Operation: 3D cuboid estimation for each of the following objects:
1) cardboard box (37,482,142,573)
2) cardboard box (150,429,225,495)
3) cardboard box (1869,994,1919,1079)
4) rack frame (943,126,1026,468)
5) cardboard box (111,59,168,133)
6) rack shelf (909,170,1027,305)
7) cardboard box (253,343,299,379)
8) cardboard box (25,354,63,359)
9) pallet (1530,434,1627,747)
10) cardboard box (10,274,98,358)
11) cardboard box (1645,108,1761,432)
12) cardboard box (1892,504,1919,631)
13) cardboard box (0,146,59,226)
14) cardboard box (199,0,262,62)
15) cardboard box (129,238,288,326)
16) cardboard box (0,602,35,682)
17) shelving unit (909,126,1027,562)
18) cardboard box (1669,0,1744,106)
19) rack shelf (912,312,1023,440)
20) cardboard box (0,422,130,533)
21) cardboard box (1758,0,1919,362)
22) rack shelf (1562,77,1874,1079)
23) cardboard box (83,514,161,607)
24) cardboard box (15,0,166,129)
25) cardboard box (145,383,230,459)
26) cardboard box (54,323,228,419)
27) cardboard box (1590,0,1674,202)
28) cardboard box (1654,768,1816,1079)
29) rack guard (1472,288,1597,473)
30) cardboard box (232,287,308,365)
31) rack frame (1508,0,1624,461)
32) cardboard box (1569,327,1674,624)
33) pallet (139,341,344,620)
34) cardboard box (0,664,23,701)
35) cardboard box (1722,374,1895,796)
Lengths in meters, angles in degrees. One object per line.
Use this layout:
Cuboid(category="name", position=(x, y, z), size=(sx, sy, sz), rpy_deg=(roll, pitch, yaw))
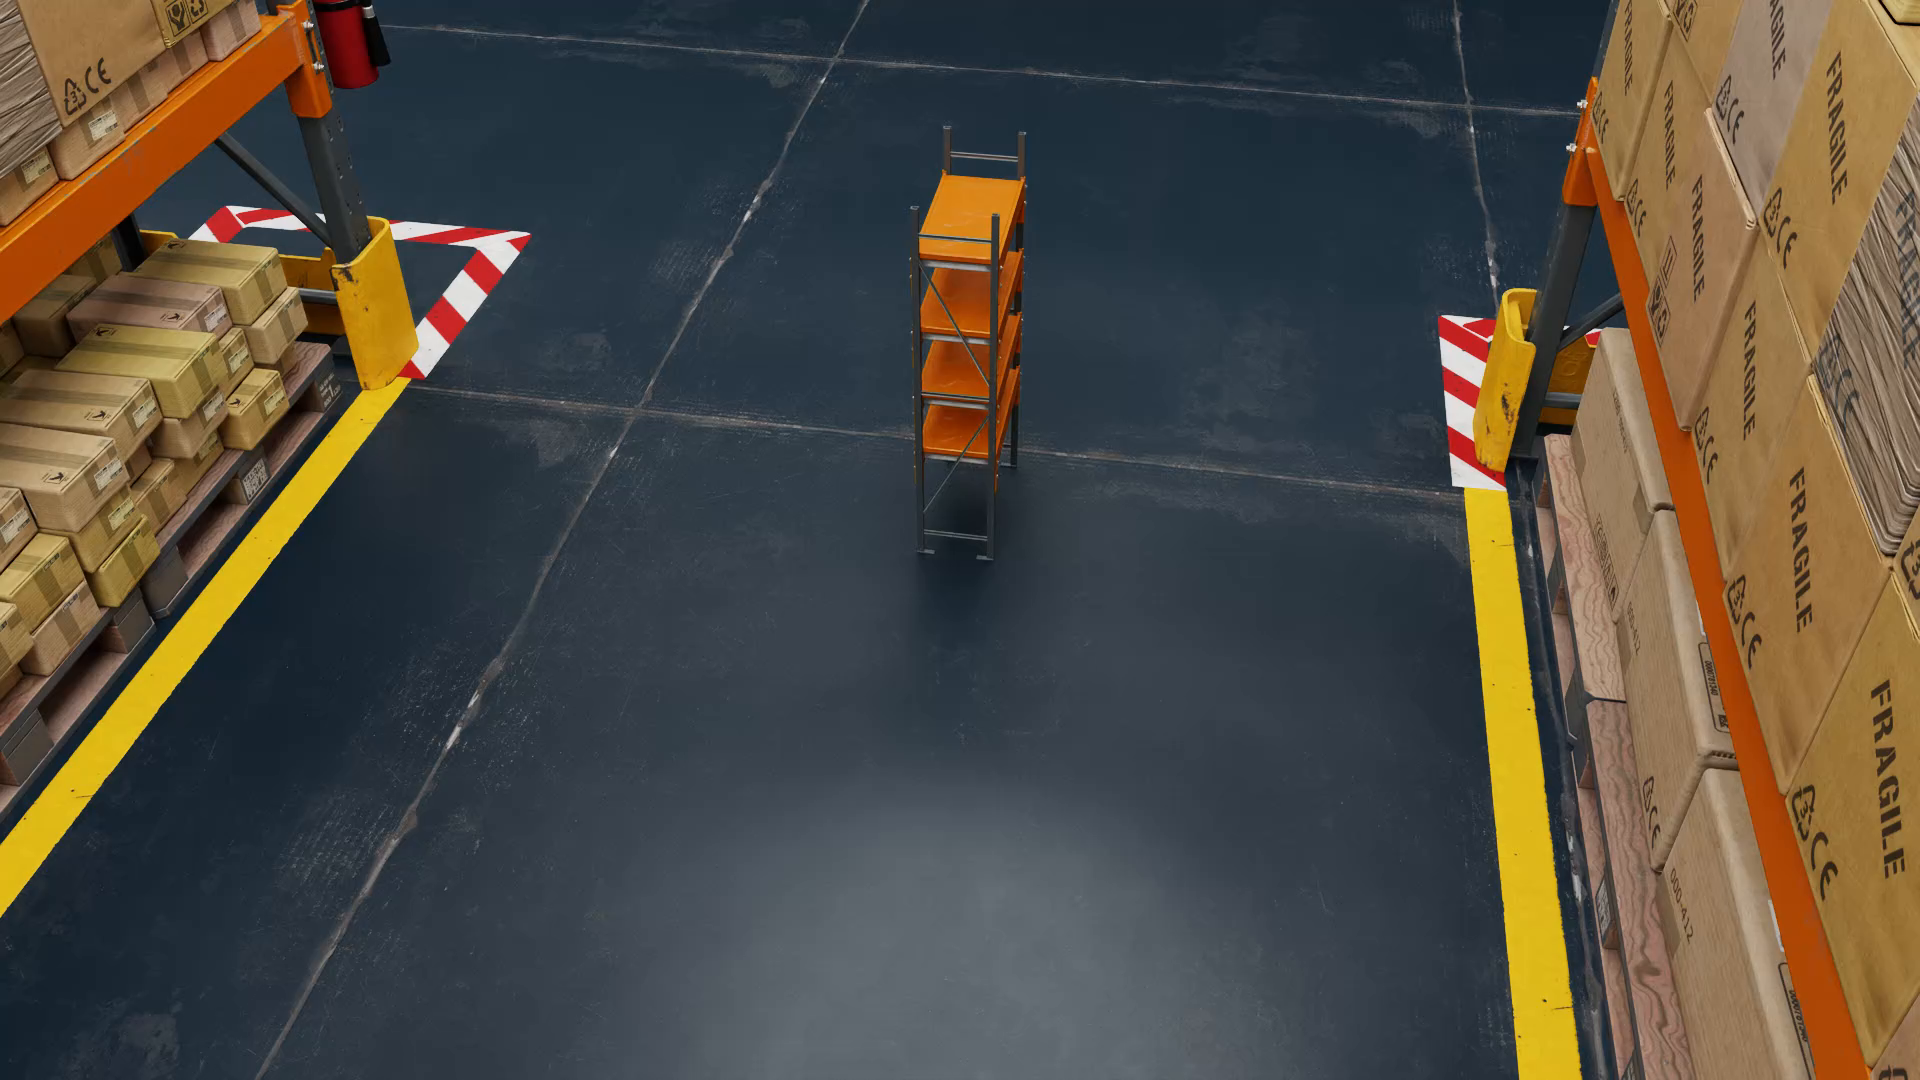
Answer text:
Cuboid(category="cardboard box", position=(-2.544, -0.062, 4.645), size=(0.380, 0.149, 0.250), rpy_deg=(7, 40, 8))
Cuboid(category="cardboard box", position=(-2.530, -0.281, 5.143), size=(0.380, 0.149, 0.250), rpy_deg=(6, 40, 7))
Cuboid(category="cardboard box", position=(1.461, 0.735, 1.928), size=(0.500, 0.500, 0.500), rpy_deg=(7, 40, 8))
Cuboid(category="rack frame", position=(0.071, -0.719, 5.179), size=(0.240, 1.200, 0.015), rpy_deg=(6, 40, 8))
Cuboid(category="cardboard box", position=(-2.455, -1.256, 4.612), size=(0.380, 0.149, 0.250), rpy_deg=(6, 40, 7))
Cuboid(category="rack shelf", position=(0.029, -0.869, 4.743), size=(0.258, 0.148, 0.480), rpy_deg=(6, 40, 8))
Cuboid(category="cardboard box", position=(-2.454, -0.609, 5.541), size=(0.380, 0.149, 0.250), rpy_deg=(7, 40, 8))
Cuboid(category="cardboard box", position=(-3.015, -0.611, 5.310), size=(0.380, 0.149, 0.250), rpy_deg=(6, 40, 7))
Cuboid(category="pallet", position=(2.263, 0.168, 4.881), size=(1.003, 0.211, 1.213), rpy_deg=(6, 40, 8))
Cuboid(category="cardboard box", position=(-2.923, -0.714, 5.201), size=(0.380, 0.149, 0.250), rpy_deg=(7, 40, 8))
Cuboid(category="cardboard box", position=(1.792, -0.548, 3.481), size=(0.500, 0.500, 0.500), rpy_deg=(6, 40, 7))
Cuboid(category="cardboard box", position=(1.537, 0.025, 2.002), size=(0.500, 0.500, 0.500), rpy_deg=(6, 40, 7))
Cuboid(category="cardboard box", position=(-2.551, -0.931, 4.219), size=(0.380, 0.149, 0.250), rpy_deg=(5, 40, 6))
Cuboid(category="cardboard box", position=(-2.347, -1.567, 4.988), size=(0.380, 0.149, 0.250), rpy_deg=(6, 40, 8))
Cuboid(category="cardboard box", position=(-2.411, -0.832, 5.343), size=(0.380, 0.149, 0.250), rpy_deg=(7, 40, 8))
Cuboid(category="cardboard box", position=(-2.627, 0.273, 4.240), size=(0.380, 0.149, 0.250), rpy_deg=(7, 40, 8))
Cuboid(category="shelving unit", position=(0.029, -0.566, 4.993), size=(0.258, 1.200, 0.503), rpy_deg=(6, 40, 8))
Cuboid(category="cardboard box", position=(1.878, -1.246, 3.540), size=(0.500, 0.500, 0.500), rpy_deg=(5, 40, 6))
Cuboid(category="rack shelf", position=(0.029, -0.514, 5.036), size=(0.258, 0.148, 0.480), rpy_deg=(6, 40, 8))
Cuboid(category="cardboard box", position=(-2.529, -0.174, 4.547), size=(0.380, 0.149, 0.250), rpy_deg=(8, 40, 9))
Cuboid(category="cardboard box", position=(1.711, -0.609, 2.770), size=(0.500, 0.500, 0.500), rpy_deg=(7, 40, 8))
Cuboid(category="rack shelf", position=(1.978, 0.115, 3.321), size=(1.077, 0.370, 4.000), rpy_deg=(6, 40, 8))
Cuboid(category="cardboard box", position=(-2.542, 0.043, 4.752), size=(0.380, 0.149, 0.250), rpy_deg=(5, 40, 6))
Cuboid(category="cardboard box", position=(-2.487, -1.420, 4.301), size=(0.500, 0.500, 0.500), rpy_deg=(6, 40, 7))
Cuboid(category="cardboard box", position=(-2.467, -0.388, 5.040), size=(0.380, 0.149, 0.250), rpy_deg=(5, 40, 6))
Cuboid(category="cardboard box", position=(-2.430, -0.504, 4.946), size=(0.380, 0.149, 0.250), rpy_deg=(6, 40, 7))
Cuboid(category="cardboard box", position=(1.958, -1.186, 4.252), size=(0.500, 0.500, 0.500), rpy_deg=(6, 40, 7))
Cuboid(category="cardboard box", position=(2.001, 0.975, 3.398), size=(0.875, 0.438, 0.875), rpy_deg=(5, 40, 6))
Cuboid(category="rack guard", position=(2.328, -0.469, 5.425), size=(1.175, 0.500, 0.348), rpy_deg=(6, 40, 8))
Cuboid(category="cardboard box", position=(-2.379, -0.715, 5.435), size=(0.380, 0.149, 0.250), rpy_deg=(5, 40, 6))
Cuboid(category="rack frame", position=(2.324, -1.417, 4.610), size=(1.000, 3.000, 0.127), rpy_deg=(6, 40, 8))
Cuboid(category="cardboard box", position=(2.308, -0.166, 4.778), size=(0.875, 0.438, 0.875), rpy_deg=(5, 40, 6))
Cuboid(category="pallet", position=(-2.757, -0.271, 5.412), size=(1.003, 0.211, 1.213), rpy_deg=(6, 40, 8))
Cuboid(category="cardboard box", position=(-2.727, 0.363, 4.365), size=(0.380, 0.149, 0.250), rpy_deg=(7, 40, 9))
Cuboid(category="cardboard box", position=(1.617, 0.095, 2.703), size=(0.500, 0.500, 0.500), rpy_deg=(6, 40, 7))
